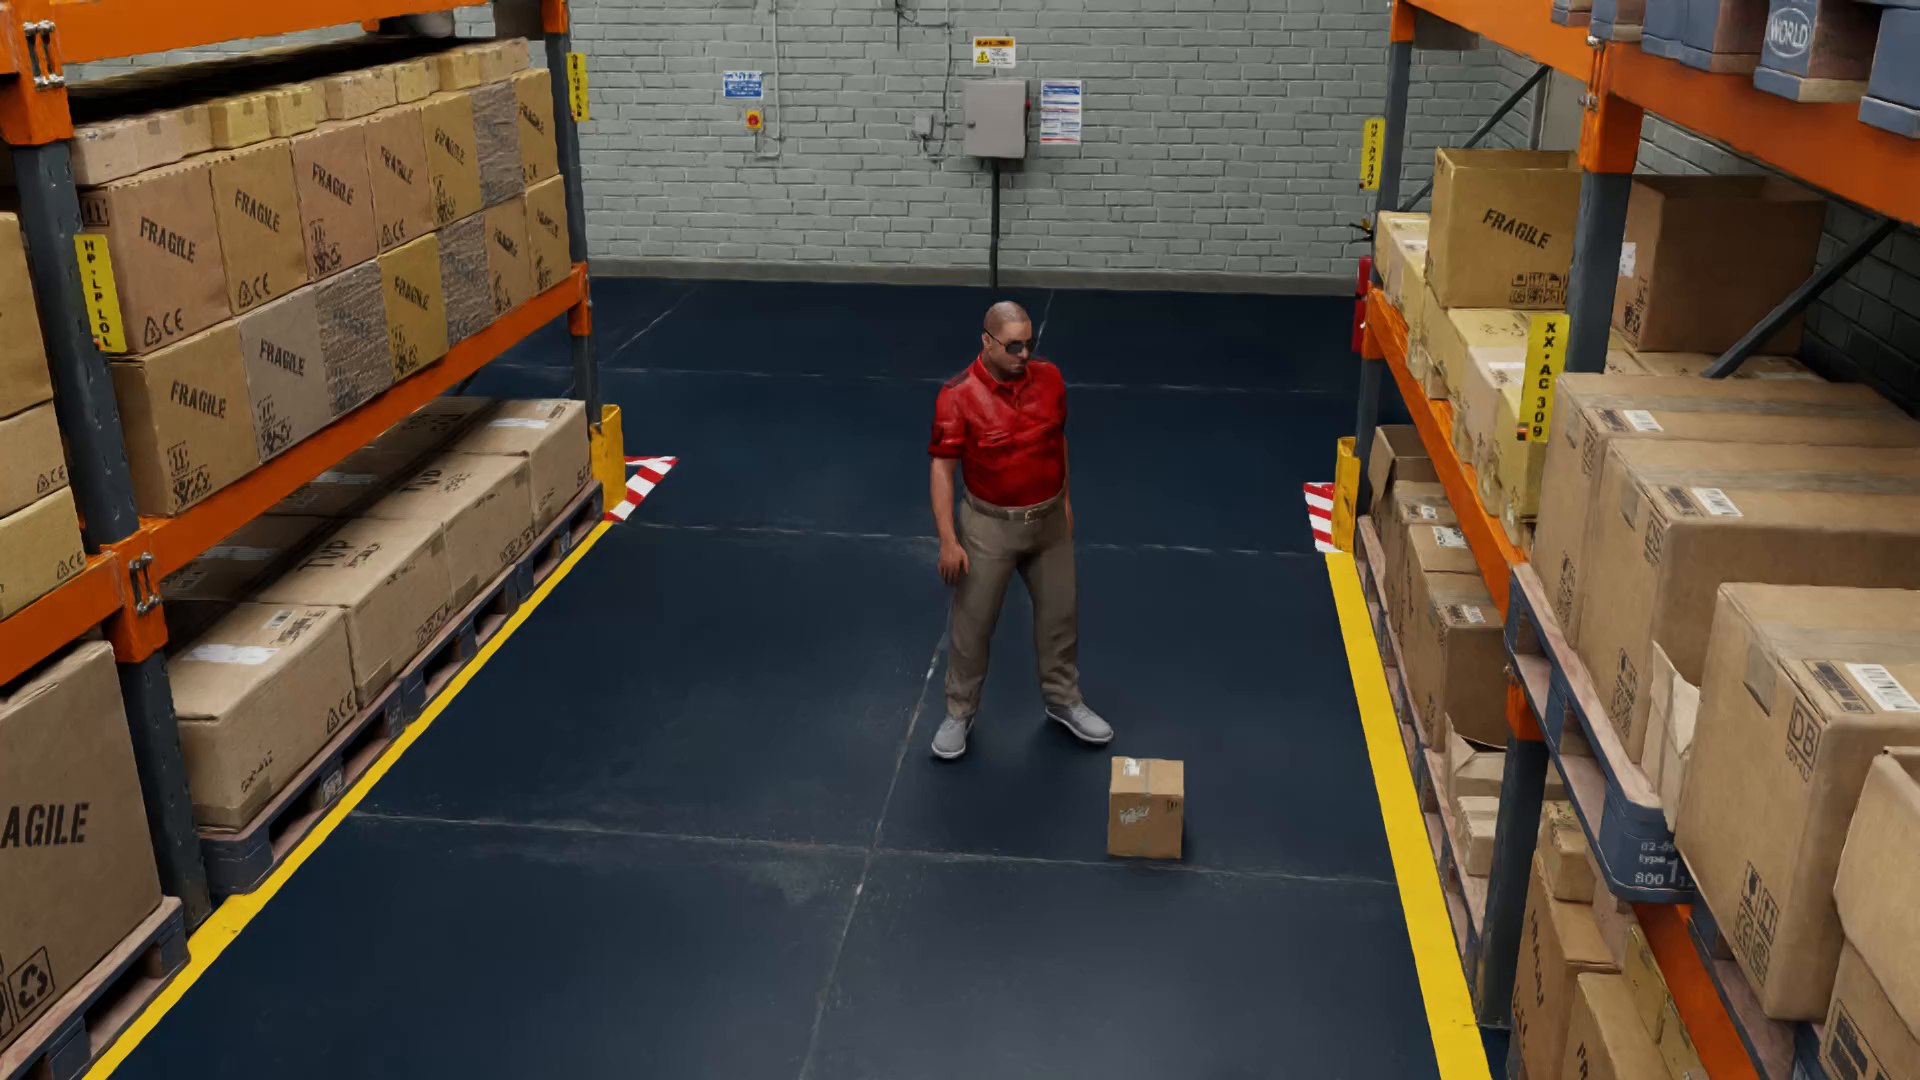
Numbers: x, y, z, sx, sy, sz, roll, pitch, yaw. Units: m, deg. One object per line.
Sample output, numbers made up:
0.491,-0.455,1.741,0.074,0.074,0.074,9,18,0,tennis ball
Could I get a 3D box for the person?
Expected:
0.210,-0.038,6.147,0.683,1.731,0.455,-11,24,-27,person
